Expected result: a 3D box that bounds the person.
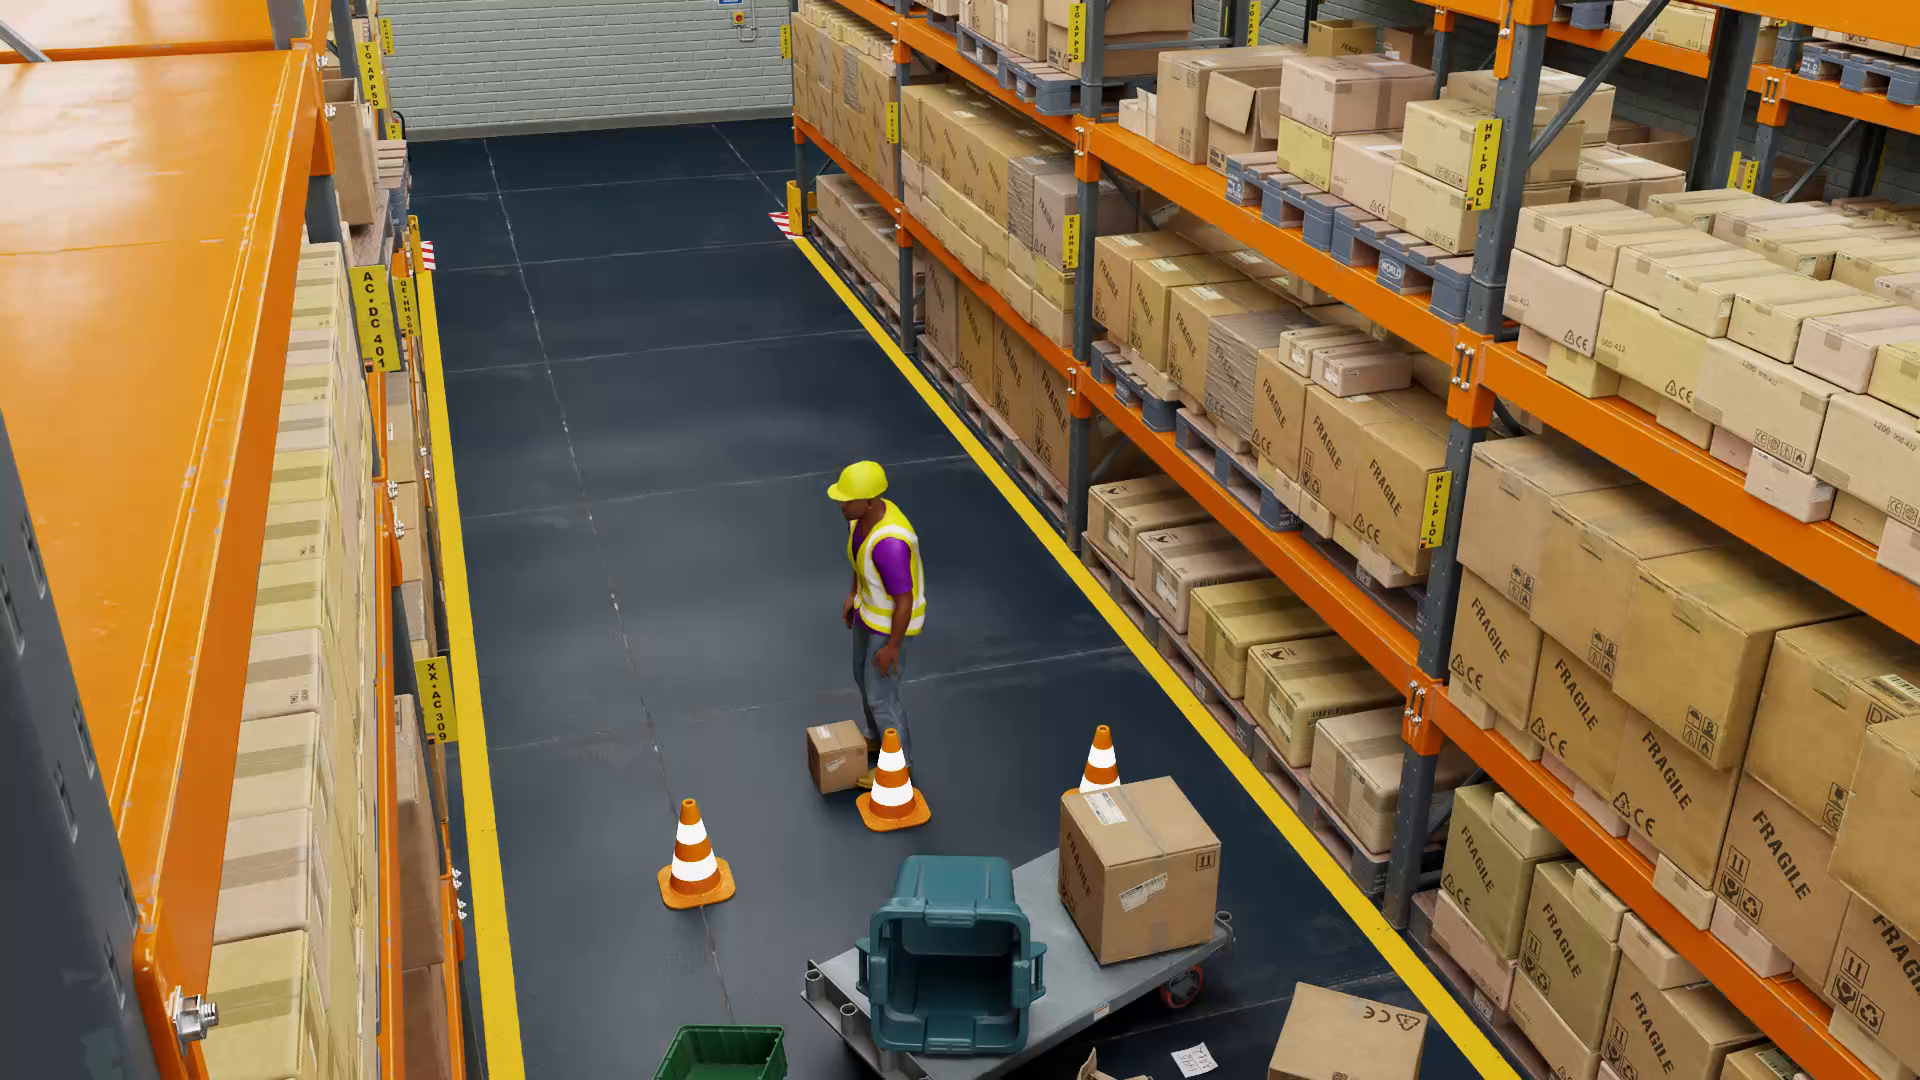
[{"bbox_3d":[-0.416,0.406,8.270,0.455,1.757,0.637,-9,28,-18],"label":"person"}]
